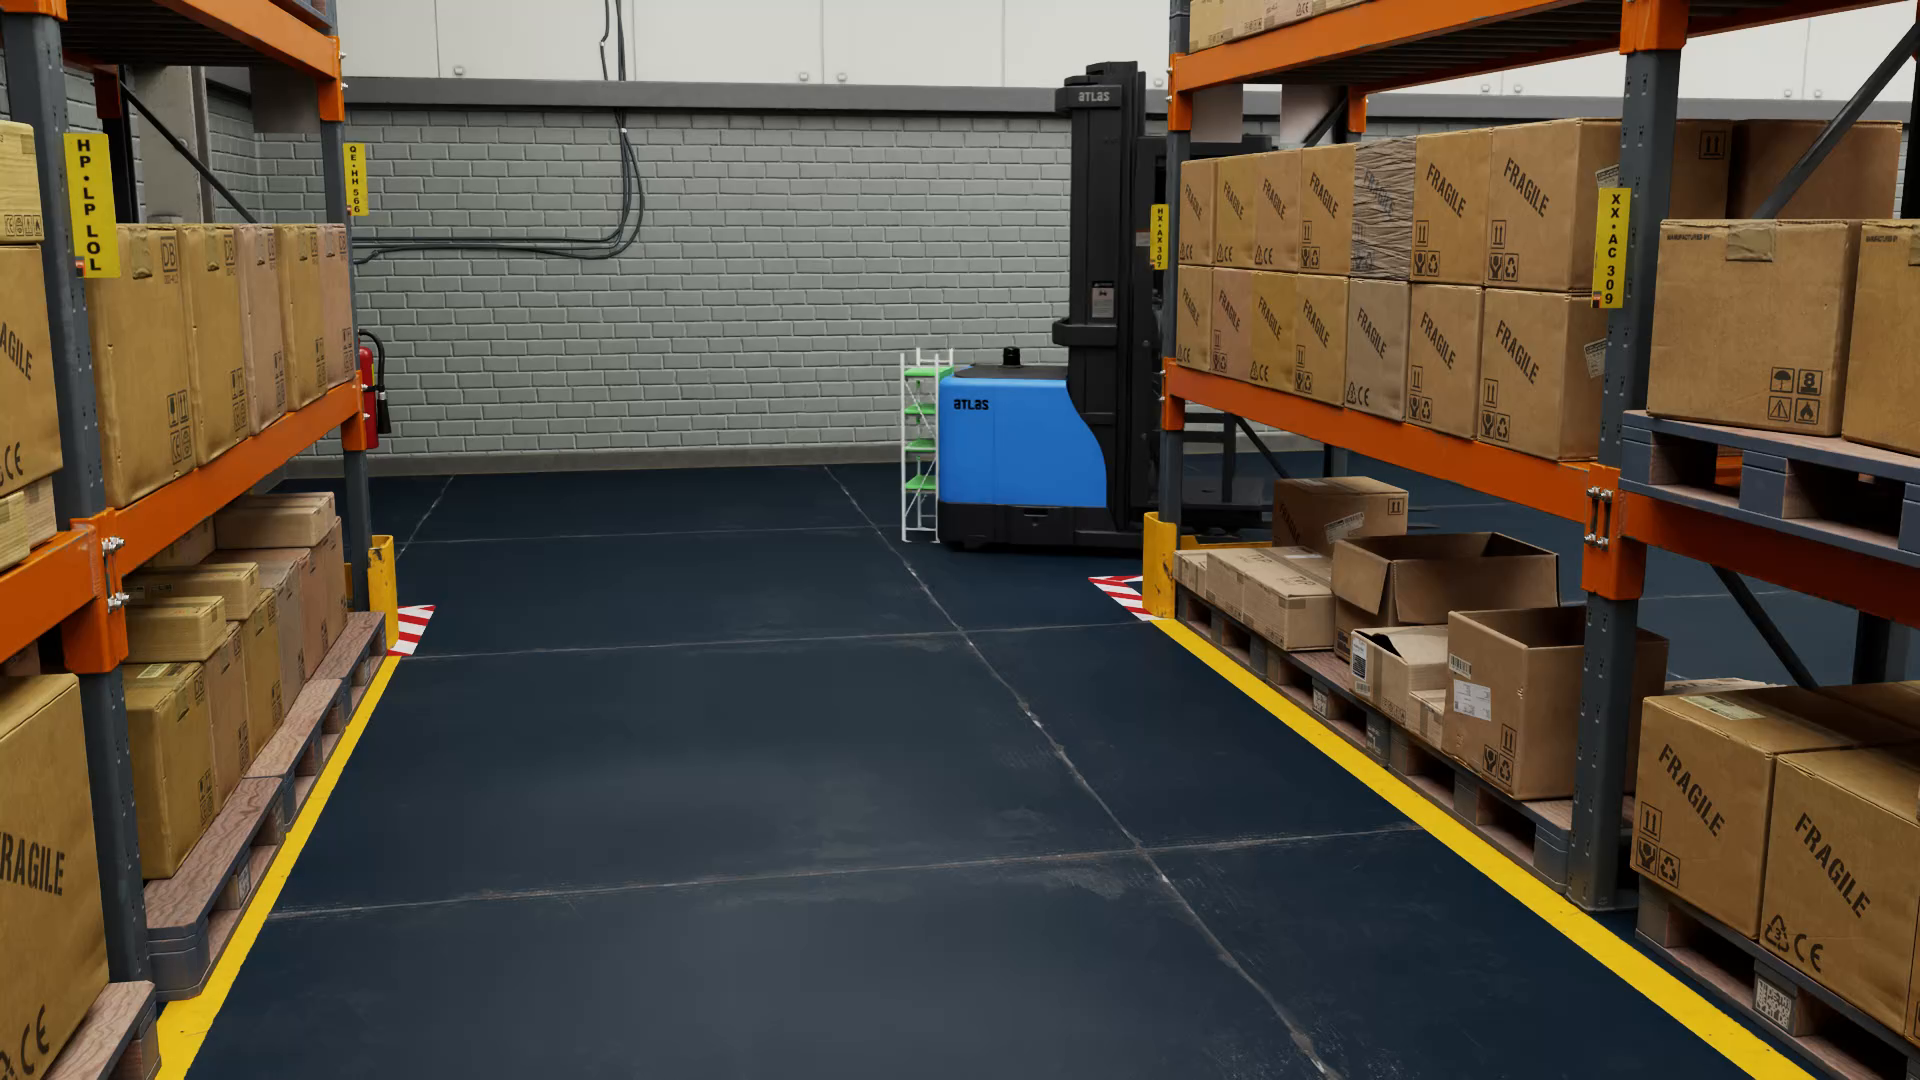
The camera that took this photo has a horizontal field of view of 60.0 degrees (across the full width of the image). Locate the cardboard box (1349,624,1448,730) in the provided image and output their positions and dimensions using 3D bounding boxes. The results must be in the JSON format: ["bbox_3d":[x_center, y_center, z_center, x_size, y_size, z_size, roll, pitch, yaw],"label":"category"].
[{"bbox_3d":[1.791,0.474,6.196,0.500,0.311,0.500,-2,11,-11],"label":"cardboard box"}]

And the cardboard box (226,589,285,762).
[{"bbox_3d":[-2.770,0.477,5.732,0.700,0.500,0.500,-2,11,-10],"label":"cardboard box"}]

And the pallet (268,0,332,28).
[{"bbox_3d":[-3.156,-2.246,6.687,1.003,0.211,1.213,-2,11,-11],"label":"pallet"}]

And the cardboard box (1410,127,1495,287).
[{"bbox_3d":[1.871,-1.116,5.596,0.500,0.500,0.500,-2,11,-12],"label":"cardboard box"}]

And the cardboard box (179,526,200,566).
[{"bbox_3d":[-3.099,0.046,6.259,0.380,0.149,0.250,-2,11,-10],"label":"cardboard box"}]

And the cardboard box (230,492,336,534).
[{"bbox_3d":[-2.873,-0.107,7.062,0.380,0.149,0.250,-2,11,-12],"label":"cardboard box"}]

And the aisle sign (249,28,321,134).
[{"bbox_3d":[-3.031,-2.253,7.556,0.394,0.787,0.004,-2,11,-11],"label":"aisle sign"}]

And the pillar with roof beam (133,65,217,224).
[{"bbox_3d":[-0.462,-4.519,10.370,9.100,9.000,0.400,-2,11,-11],"label":"pillar with roof beam"}]

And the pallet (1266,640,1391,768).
[{"bbox_3d":[1.952,0.621,6.869,1.003,0.211,1.213,-2,11,-11],"label":"pallet"}]

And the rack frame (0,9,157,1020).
[{"bbox_3d":[-2.533,-0.218,3.818,1.000,3.000,0.127,-2,11,-11],"label":"rack frame"}]

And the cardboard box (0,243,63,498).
[{"bbox_3d":[-2.196,-0.347,3.382,0.500,0.500,0.500,-2,11,-12],"label":"cardboard box"}]

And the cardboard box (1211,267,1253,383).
[{"bbox_3d":[1.481,-0.996,7.639,0.500,0.500,0.500,-2,11,-12],"label":"cardboard box"}]

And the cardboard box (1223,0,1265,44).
[{"bbox_3d":[1.483,-2.336,7.328,0.500,0.250,0.500,-2,11,-11],"label":"cardboard box"}]

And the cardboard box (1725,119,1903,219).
[{"bbox_3d":[2.510,-1.035,5.173,0.500,0.500,0.500,-2,11,-10],"label":"cardboard box"}]

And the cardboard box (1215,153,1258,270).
[{"bbox_3d":[1.484,-1.486,7.539,0.500,0.500,0.500,-2,11,-10],"label":"cardboard box"}]

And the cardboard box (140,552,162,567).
[{"bbox_3d":[-3.000,0.140,5.768,0.380,0.149,0.250,-2,11,-12],"label":"cardboard box"}]

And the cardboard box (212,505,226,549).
[{"bbox_3d":[-3.198,-0.046,6.745,0.380,0.149,0.250,-2,11,-11],"label":"cardboard box"}]

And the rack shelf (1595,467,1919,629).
[{"bbox_3d":[2.714,0.322,2.908,1.077,0.370,4.000,-2,11,-11],"label":"rack shelf"}]

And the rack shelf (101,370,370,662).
[{"bbox_3d":[-2.922,-0.231,5.812,1.077,0.370,4.000,-2,11,-11],"label":"rack shelf"}]

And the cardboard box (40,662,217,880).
[{"bbox_3d":[-2.578,0.663,4.753,0.700,0.500,0.500,-2,11,-10],"label":"cardboard box"}]

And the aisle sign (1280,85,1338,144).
[{"bbox_3d":[1.835,-2.433,8.504,0.394,0.787,0.004,-2,11,-11],"label":"aisle sign"}]

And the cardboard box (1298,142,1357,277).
[{"bbox_3d":[1.676,-1.301,6.567,0.500,0.500,0.500,-2,11,-12],"label":"cardboard box"}]

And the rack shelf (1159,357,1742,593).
[{"bbox_3d":[1.936,-0.412,6.763,1.077,0.370,4.000,-2,11,-11],"label":"rack shelf"}]

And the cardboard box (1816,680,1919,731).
[{"bbox_3d":[2.703,0.693,4.540,0.500,0.500,0.500,-2,11,-11],"label":"cardboard box"}]

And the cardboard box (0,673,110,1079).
[{"bbox_3d":[-2.279,0.747,3.378,0.750,0.750,0.750,-2,11,-10],"label":"cardboard box"}]

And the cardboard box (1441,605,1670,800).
[{"bbox_3d":[1.936,0.519,5.455,0.500,0.500,0.500,-2,11,-11],"label":"cardboard box"}]

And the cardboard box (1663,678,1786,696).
[{"bbox_3d":[2.456,0.621,5.424,0.500,0.311,0.500,-2,11,-11],"label":"cardboard box"}]

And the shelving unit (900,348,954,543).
[{"bbox_3d":[-0.208,-0.621,10.749,0.258,1.200,0.503,2,11,10],"label":"shelving unit"}]

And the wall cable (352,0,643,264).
[{"bbox_3d":[-4.060,-3.423,12.920,3.097,2.526,0.112,-2,11,-11],"label":"wall cable"}]

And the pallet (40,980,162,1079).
[{"bbox_3d":[-2.309,1.291,3.350,1.003,0.211,1.213,-2,11,-11],"label":"pallet"}]

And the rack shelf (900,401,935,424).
[{"bbox_3d":[-0.208,-0.794,10.716,0.258,0.148,0.480,2,11,10],"label":"rack shelf"}]

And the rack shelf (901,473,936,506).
[{"bbox_3d":[-0.207,-0.322,10.806,0.258,0.148,0.480,2,11,10],"label":"rack shelf"}]

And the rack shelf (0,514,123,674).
[{"bbox_3d":[-2.144,0.502,1.958,1.077,0.370,4.000,-2,11,-11],"label":"rack shelf"}]

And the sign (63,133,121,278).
[{"bbox_3d":[-2.002,-0.769,3.830,0.100,0.325,0.005,-2,11,-11],"label":"sign"}]

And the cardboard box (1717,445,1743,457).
[{"bbox_3d":[2.494,-0.551,5.302,0.500,0.500,0.500,-2,11,-10],"label":"cardboard box"}]

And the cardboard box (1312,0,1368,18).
[{"bbox_3d":[1.685,-2.153,6.366,0.500,0.250,0.500,-2,11,-11],"label":"cardboard box"}]

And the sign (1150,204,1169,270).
[{"bbox_3d":[1.015,-1.538,8.438,0.100,0.325,0.005,-2,11,-11],"label":"sign"}]

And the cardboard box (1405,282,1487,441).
[{"bbox_3d":[1.875,-0.625,5.688,0.500,0.500,0.500,-2,11,-9],"label":"cardboard box"}]

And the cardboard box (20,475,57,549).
[{"bbox_3d":[-2.189,-0.052,3.568,0.380,0.149,0.250,-2,11,-10],"label":"cardboard box"}]

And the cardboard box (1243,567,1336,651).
[{"bbox_3d":[1.570,0.296,7.297,0.500,0.250,0.500,-2,11,-11],"label":"cardboard box"}]

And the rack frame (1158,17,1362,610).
[{"bbox_3d":[1.547,-1.132,8.622,1.000,3.000,0.127,-2,11,-11],"label":"rack frame"}]

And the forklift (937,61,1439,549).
[{"bbox_3d":[1.424,-1.411,10.273,3.031,2.935,1.130,2,11,10],"label":"forklift"}]

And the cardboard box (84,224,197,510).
[{"bbox_3d":[-2.622,-0.465,4.316,0.980,0.700,0.700,-2,11,-10],"label":"cardboard box"}]

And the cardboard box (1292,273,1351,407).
[{"bbox_3d":[1.671,-0.812,6.673,0.500,0.500,0.500,-2,11,-10],"label":"cardboard box"}]

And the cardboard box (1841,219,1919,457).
[{"bbox_3d":[2.394,-0.435,3.570,0.700,0.500,0.500,0,11,-2],"label":"cardboard box"}]

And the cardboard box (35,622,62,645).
[{"bbox_3d":[-2.901,0.233,5.276,0.380,0.149,0.250,-2,11,-13],"label":"cardboard box"}]

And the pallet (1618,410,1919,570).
[{"bbox_3d":[2.374,-0.154,3.995,1.003,0.211,1.213,-2,11,-11],"label":"pallet"}]

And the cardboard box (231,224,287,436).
[{"bbox_3d":[-2.910,-0.732,5.719,0.980,0.700,0.700,-3,11,-14],"label":"cardboard box"}]

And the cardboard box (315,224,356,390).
[{"bbox_3d":[-3.202,-1.006,7.155,0.980,0.700,0.700,-2,11,-8],"label":"cardboard box"}]

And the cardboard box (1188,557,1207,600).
[{"bbox_3d":[1.340,0.179,8.136,0.380,0.166,0.250,-2,11,-11],"label":"cardboard box"}]

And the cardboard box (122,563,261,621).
[{"bbox_3d":[-2.567,0.179,5.560,0.380,0.149,0.250,-2,11,-13],"label":"cardboard box"}]

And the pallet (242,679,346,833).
[{"bbox_3d":[-2.845,0.786,6.004,1.003,0.211,1.213,-2,11,-11],"label":"pallet"}]

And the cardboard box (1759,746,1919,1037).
[{"bbox_3d":[2.295,0.808,3.936,0.500,0.500,0.500,-2,11,-10],"label":"cardboard box"}]

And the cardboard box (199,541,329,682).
[{"bbox_3d":[-2.979,0.287,6.729,0.700,0.500,0.500,-2,11,-11],"label":"cardboard box"}]

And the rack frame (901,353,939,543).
[{"bbox_3d":[-0.252,-0.576,10.513,0.240,1.200,0.015,2,11,10],"label":"rack frame"}]

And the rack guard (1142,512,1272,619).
[{"bbox_3d":[1.562,0.110,8.783,1.175,0.500,0.348,-2,11,-11],"label":"rack guard"}]
